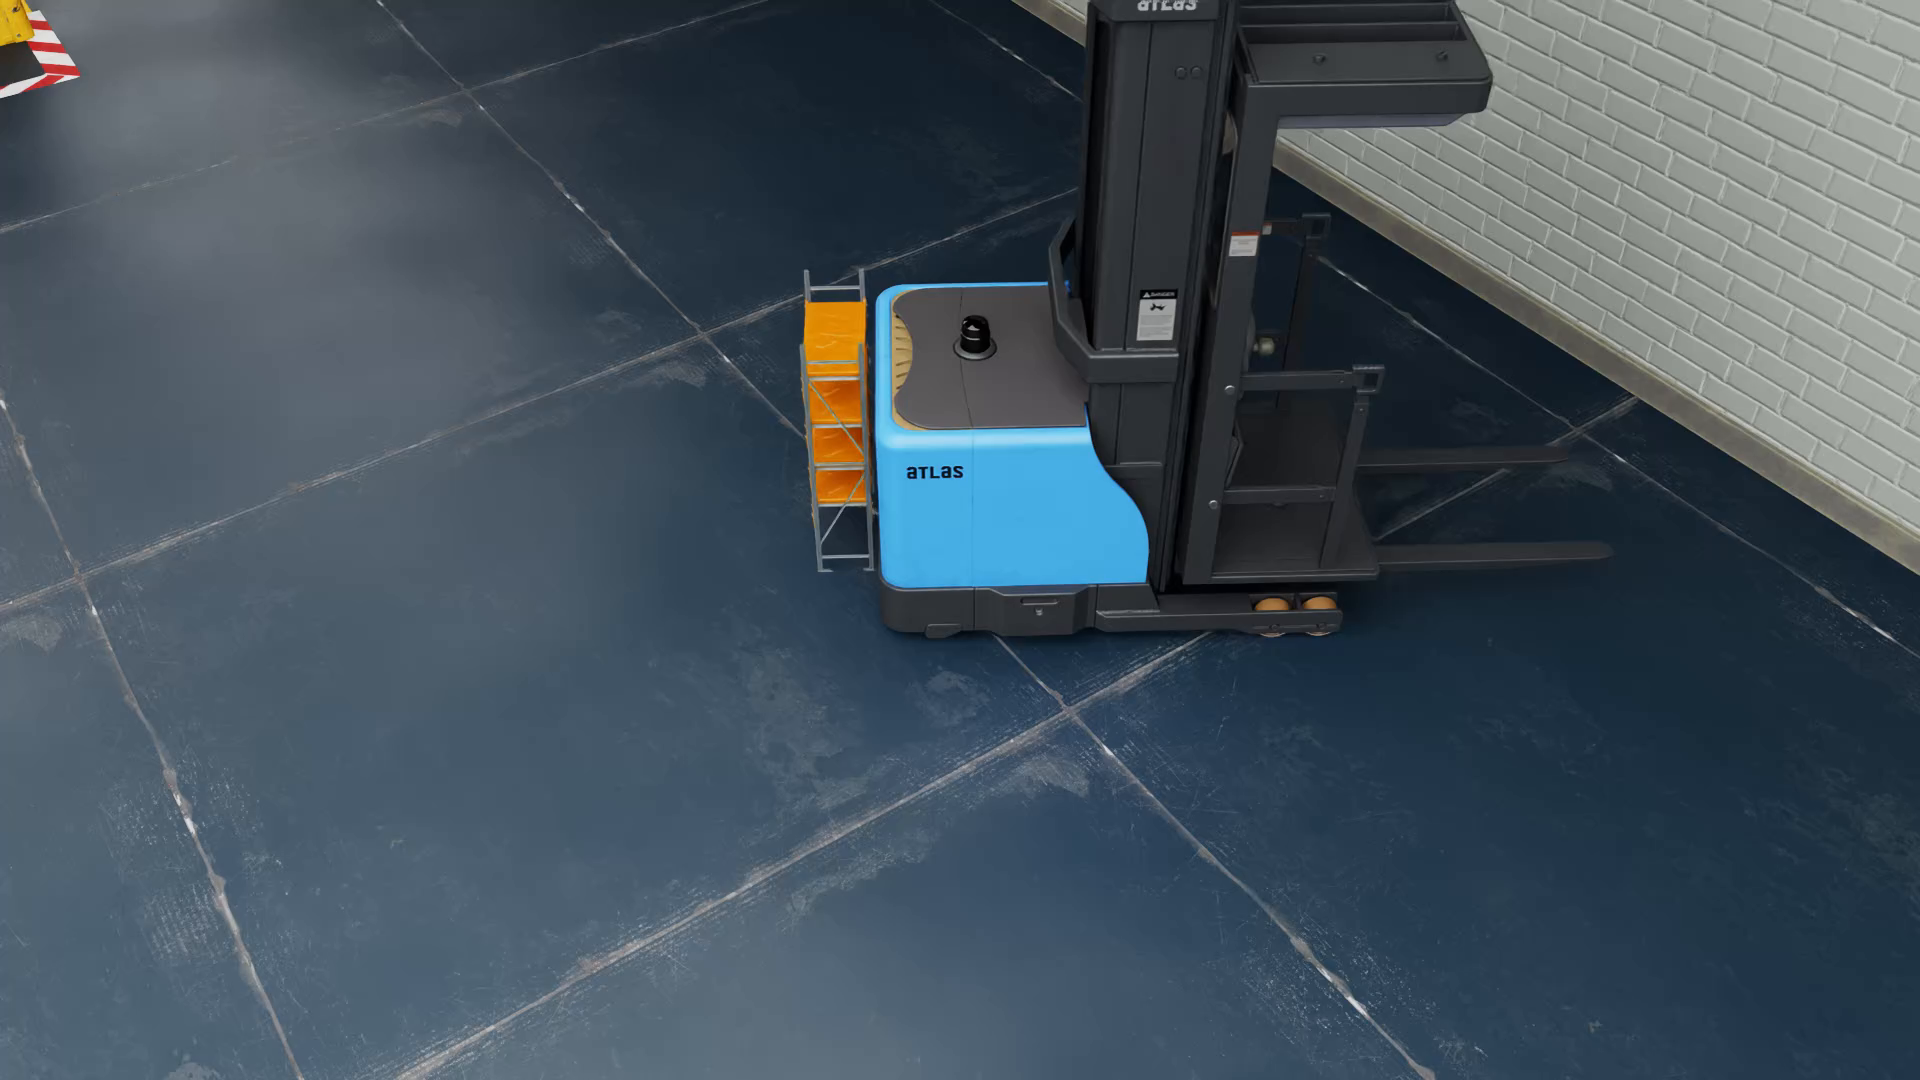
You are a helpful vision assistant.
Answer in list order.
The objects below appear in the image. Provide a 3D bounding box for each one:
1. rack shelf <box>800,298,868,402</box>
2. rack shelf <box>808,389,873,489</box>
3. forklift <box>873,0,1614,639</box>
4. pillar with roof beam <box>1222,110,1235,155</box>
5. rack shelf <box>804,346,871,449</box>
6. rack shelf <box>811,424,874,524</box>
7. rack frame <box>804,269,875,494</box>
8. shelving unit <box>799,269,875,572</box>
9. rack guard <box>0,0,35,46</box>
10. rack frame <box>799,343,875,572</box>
[{"bbox_3d":[-0.494,-0.756,6.595,0.258,0.148,0.480,-1,44,-1],"label":"rack shelf"},{"bbox_3d":[-0.494,-0.424,6.913,0.258,0.148,0.480,-1,44,-1],"label":"rack shelf"},{"bbox_3d":[1.173,-1.030,6.197,3.031,2.935,1.130,-1,44,-1],"label":"forklift"},{"bbox_3d":[-2.104,-3.894,4.803,9.100,9.000,0.400,-26,49,-24],"label":"pillar with roof beam"},{"bbox_3d":[-0.494,-0.585,6.759,0.258,0.148,0.480,-1,44,-1],"label":"rack shelf"},{"bbox_3d":[-0.494,-0.280,7.050,0.258,0.148,0.480,-1,44,-1],"label":"rack shelf"},{"bbox_3d":[-0.503,-0.641,7.043,0.240,1.200,0.015,-1,44,-1],"label":"rack frame"},{"bbox_3d":[-0.494,-0.472,6.867,0.258,1.200,0.503,-1,44,-1],"label":"shelving unit"},{"bbox_3d":[-6.459,-3.249,10.282,1.175,0.500,0.348,-26,49,-24],"label":"rack guard"},{"bbox_3d":[-0.486,-0.304,6.690,0.240,1.200,0.015,-1,44,-1],"label":"rack frame"}]
